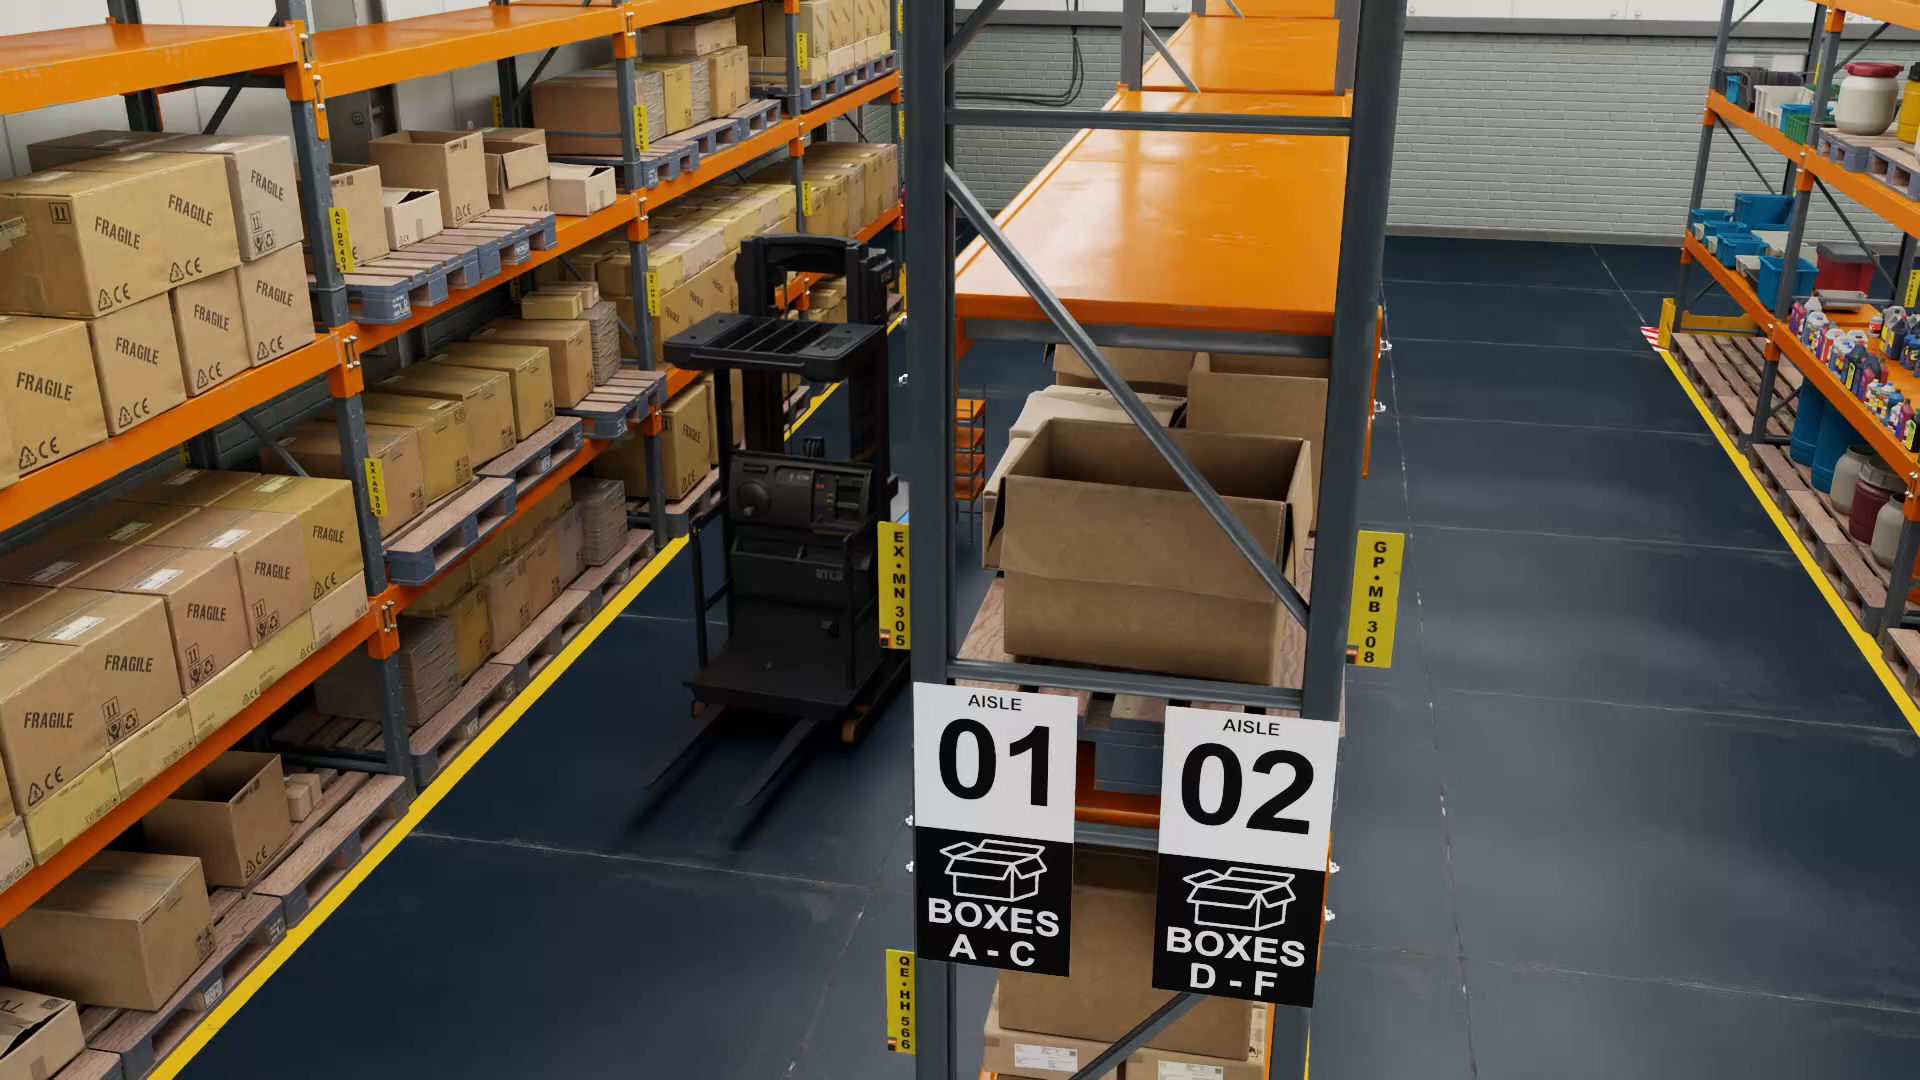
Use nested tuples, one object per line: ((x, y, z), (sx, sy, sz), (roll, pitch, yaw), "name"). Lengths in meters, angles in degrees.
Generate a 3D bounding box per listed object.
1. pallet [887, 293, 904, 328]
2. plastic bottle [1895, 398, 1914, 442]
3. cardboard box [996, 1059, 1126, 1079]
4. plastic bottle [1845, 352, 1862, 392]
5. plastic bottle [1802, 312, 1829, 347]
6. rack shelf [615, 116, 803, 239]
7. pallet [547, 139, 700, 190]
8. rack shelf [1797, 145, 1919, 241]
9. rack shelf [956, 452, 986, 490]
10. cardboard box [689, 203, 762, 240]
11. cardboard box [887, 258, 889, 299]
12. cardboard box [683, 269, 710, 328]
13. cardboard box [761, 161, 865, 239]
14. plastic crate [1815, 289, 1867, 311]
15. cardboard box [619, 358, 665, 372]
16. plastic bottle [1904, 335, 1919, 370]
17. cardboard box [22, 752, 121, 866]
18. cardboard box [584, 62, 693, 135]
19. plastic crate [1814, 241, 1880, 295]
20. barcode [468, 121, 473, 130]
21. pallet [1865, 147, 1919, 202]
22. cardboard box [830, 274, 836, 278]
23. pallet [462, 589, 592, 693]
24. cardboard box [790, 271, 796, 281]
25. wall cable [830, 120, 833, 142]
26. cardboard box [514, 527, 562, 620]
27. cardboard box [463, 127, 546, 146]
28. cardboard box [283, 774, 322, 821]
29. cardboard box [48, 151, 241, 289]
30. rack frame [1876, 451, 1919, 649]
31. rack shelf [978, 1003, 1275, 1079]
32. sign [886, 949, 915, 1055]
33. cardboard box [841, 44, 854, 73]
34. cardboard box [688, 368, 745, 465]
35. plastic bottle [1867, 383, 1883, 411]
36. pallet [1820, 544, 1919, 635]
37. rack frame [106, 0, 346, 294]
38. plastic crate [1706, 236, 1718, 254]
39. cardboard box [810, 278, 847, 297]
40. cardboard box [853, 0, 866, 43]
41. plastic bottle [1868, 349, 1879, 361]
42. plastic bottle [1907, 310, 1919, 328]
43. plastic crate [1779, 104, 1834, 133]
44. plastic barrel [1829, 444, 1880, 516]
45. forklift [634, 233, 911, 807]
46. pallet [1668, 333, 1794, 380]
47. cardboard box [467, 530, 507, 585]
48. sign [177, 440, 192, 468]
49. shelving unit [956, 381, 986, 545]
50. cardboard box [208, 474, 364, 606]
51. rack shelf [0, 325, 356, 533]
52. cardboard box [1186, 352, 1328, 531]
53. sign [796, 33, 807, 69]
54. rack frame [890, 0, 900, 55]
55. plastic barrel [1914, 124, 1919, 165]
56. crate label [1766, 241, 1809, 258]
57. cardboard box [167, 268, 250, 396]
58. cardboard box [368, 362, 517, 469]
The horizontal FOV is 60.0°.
((-1.288, -2.712, 19.806), (1.003, 0.211, 1.213), (4, 22, 11), "pallet")
((6.576, -0.834, 11.565), (0.061, 0.283, 0.133), (4, 22, 11), "plastic bottle")
((0.491, 1.707, 4.965), (0.700, 0.500, 0.500), (4, 22, 11), "cardboard box")
((6.827, -1.284, 12.683), (0.061, 0.283, 0.133), (4, 22, 11), "plastic bottle")
((7.138, -1.755, 13.861), (0.152, 0.276, 0.135), (4, 22, 11), "plastic bottle")
((-2.426, -3.168, 14.151), (1.077, 0.370, 4.000), (4, 22, 11), "rack shelf")
((-2.755, -2.922, 12.831), (1.213, 0.211, 1.003), (6, 23, 13), "pallet")
((7.272, -2.412, 12.276), (1.077, 0.370, 4.000), (4, 22, 11), "rack shelf")
((0.034, -0.555, 13.305), (0.258, 0.148, 0.480), (4, 22, 11), "rack shelf")
((-2.081, -2.820, 14.777), (0.500, 0.250, 0.500), (5, 22, 12), "cardboard box")
((-1.247, -3.076, 19.760), (0.700, 0.500, 0.500), (4, 22, 11), "cardboard box")
((-2.369, -1.921, 13.550), (0.500, 0.500, 0.500), (5, 23, 13), "cardboard box")
((-1.598, -3.711, 18.151), (0.980, 0.700, 0.700), (3, 22, 8), "cardboard box")
((7.915, -2.151, 14.952), (0.396, 0.136, 0.243), (4, 22, 11), "plastic crate")
((-2.540, -1.374, 13.059), (0.380, 0.149, 0.250), (4, 22, 10), "cardboard box")
((7.586, -1.493, 13.218), (0.097, 0.271, 0.097), (0, 22, 0), "plastic bottle")
((-3.855, 1.076, 6.840), (0.500, 0.250, 0.500), (4, 22, 10), "cardboard box")
((-2.609, -3.601, 13.542), (0.700, 0.500, 0.500), (6, 23, 14), "cardboard box")
((8.108, -2.451, 15.258), (0.402, 0.464, 0.583), (4, 22, 11), "plastic crate")
((-3.488, -2.949, 11.842), (0.001, 0.075, 0.075), (4, 22, 11), "barcode")
((7.388, -2.681, 12.232), (1.003, 0.211, 1.213), (4, 22, 11), "pallet")
((-1.622, -3.068, 18.871), (0.380, 0.149, 0.250), (5, 22, 12), "cardboard box")
((-3.246, 0.645, 11.468), (1.003, 0.211, 1.213), (4, 22, 11), "pallet")
((-1.810, -2.589, 16.076), (0.380, 0.149, 0.250), (5, 22, 11), "cardboard box")
((-1.867, -5.316, 21.178), (0.084, 1.984, 1.851), (4, 22, 11), "wall cable")
((-3.223, 0.208, 11.580), (0.700, 0.500, 0.500), (4, 22, 11), "cardboard box")
((-3.206, -2.580, 11.568), (0.500, 0.500, 0.500), (4, 22, 11), "cardboard box")
((-3.730, 1.393, 9.084), (0.380, 0.166, 0.250), (2, 22, 4), "cardboard box")
((-3.589, -1.420, 7.351), (0.500, 0.500, 0.500), (6, 23, 14), "cardboard box")
((6.864, -0.623, 10.886), (1.000, 3.000, 0.127), (4, 22, 11), "rack frame")
((0.792, 1.526, 6.513), (1.077, 0.370, 4.000), (4, 22, 11), "rack shelf")
((-0.145, 1.230, 4.417), (0.100, 0.325, 0.005), (4, 22, 11), "sign")
((-1.404, -5.010, 17.269), (0.500, 0.250, 0.500), (4, 22, 9), "cardboard box")
((-2.371, -1.155, 14.522), (0.750, 0.750, 0.750), (4, 22, 11), "cardboard box")
((6.737, -1.050, 12.212), (0.097, 0.201, 0.097), (0, 22, 0), "plastic bottle")
((6.984, 0.379, 12.131), (1.003, 0.211, 1.213), (4, 22, 11), "pallet")
((-3.651, -2.698, 8.008), (1.000, 3.000, 0.127), (4, 22, 11), "rack frame")
((7.839, -3.030, 17.135), (0.250, 0.136, 0.298), (4, 22, 11), "plastic crate")
((-1.410, -2.745, 18.071), (0.380, 0.149, 0.250), (4, 22, 9), "cardboard box")
((-1.295, -5.553, 17.612), (0.500, 0.500, 0.500), (3, 22, 9), "cardboard box")
((7.028, -1.340, 12.838), (0.097, 0.271, 0.097), (0, 22, 0), "plastic bottle")
((7.813, -1.702, 13.631), (0.144, 0.351, 0.185), (4, 22, 11), "plastic bottle")
((7.554, -3.757, 14.876), (0.416, 0.233, 0.300), (4, 22, 11), "plastic crate")
((7.206, -0.471, 13.275), (0.421, 0.512, 0.421), (0, 22, 0), "plastic barrel")
((-1.054, -0.268, 10.097), (1.130, 2.935, 3.031), (7, 23, 16), "forklift")
((8.290, -1.957, 17.930), (1.003, 0.211, 1.213), (4, 22, 11), "pallet")
((-3.328, 0.070, 10.919), (0.500, 0.250, 0.500), (4, 22, 9), "cardboard box")
((-4.195, -0.494, 9.014), (0.100, 0.325, 0.005), (4, 22, 11), "sign")
((0.034, -0.617, 13.280), (0.258, 1.200, 0.503), (4, 22, 11), "shelving unit")
((-3.444, -0.007, 8.525), (0.500, 0.500, 0.500), (4, 22, 11), "cardboard box")
((-4.059, -0.242, 6.887), (1.077, 0.370, 4.000), (4, 22, 11), "rack shelf")
((0.990, -0.360, 5.335), (0.500, 0.500, 0.500), (4, 22, 11), "cardboard box")
((-1.485, -4.581, 15.584), (0.100, 0.325, 0.005), (4, 22, 11), "sign")
((-1.202, -7.087, 18.905), (1.000, 3.000, 0.127), (4, 22, 11), "rack frame")
((7.078, -2.932, 11.860), (0.433, 0.535, 0.433), (0, 22, 0), "plastic barrel")
((8.401, -2.934, 16.896), (0.396, 0.136, 0.243), (4, 22, 11), "crate label")
((-3.627, -0.975, 7.584), (0.500, 0.500, 0.500), (3, 22, 6), "cardboard box")
((-3.289, -0.797, 10.594), (0.700, 0.500, 0.500), (8, 23, 18), "cardboard box")
